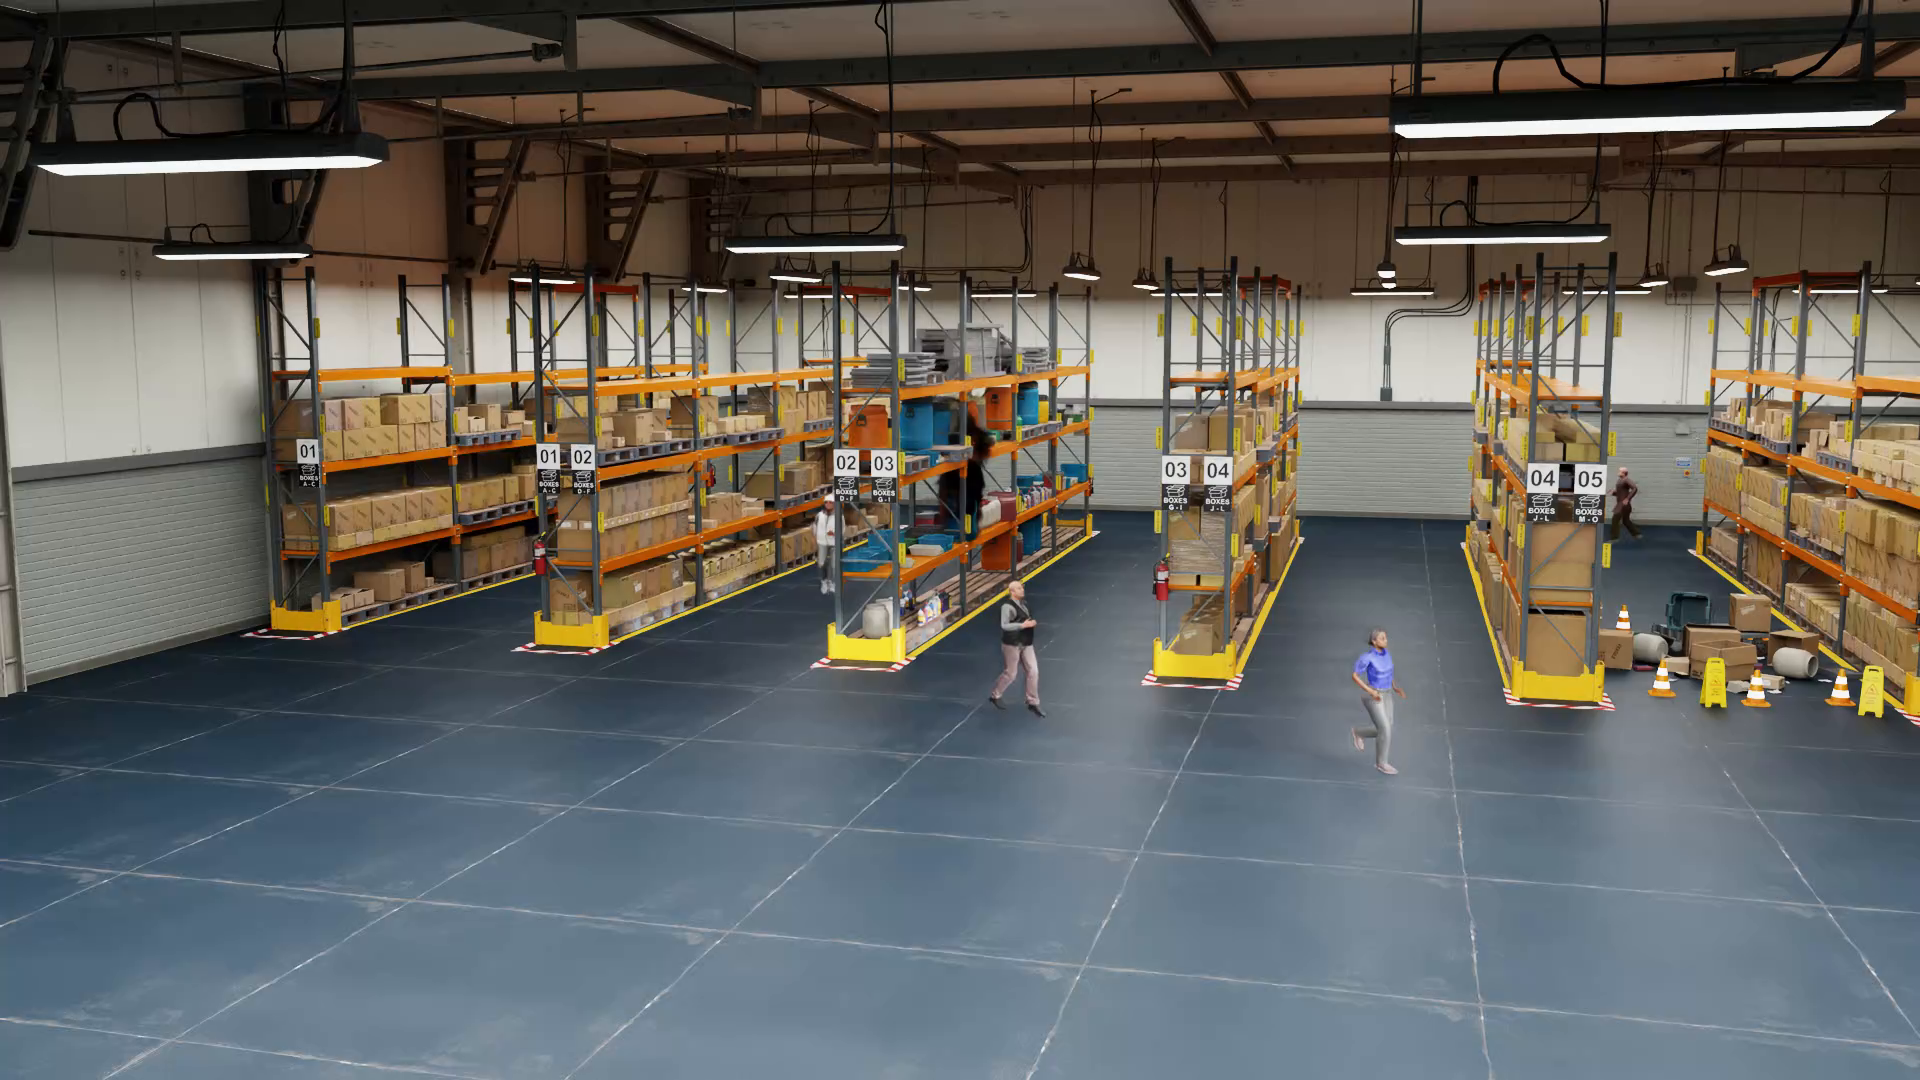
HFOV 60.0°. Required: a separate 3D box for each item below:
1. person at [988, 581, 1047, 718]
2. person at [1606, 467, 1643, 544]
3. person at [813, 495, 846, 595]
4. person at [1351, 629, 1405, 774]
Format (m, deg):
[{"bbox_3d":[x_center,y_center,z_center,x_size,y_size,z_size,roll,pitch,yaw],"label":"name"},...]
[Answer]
[{"bbox_3d":[0.737,1.404,21.585,0.837,1.760,0.647,6,10,40],"label":"person"},{"bbox_3d":[15.429,-0.725,38.593,0.870,1.776,0.735,2,8,16],"label":"person"},{"bbox_3d":[-2.352,0.093,29.675,0.639,1.793,0.649,1,7,5],"label":"person"},{"bbox_3d":[4.718,1.816,18.983,0.577,1.632,0.686,-6,9,-38],"label":"person"}]
